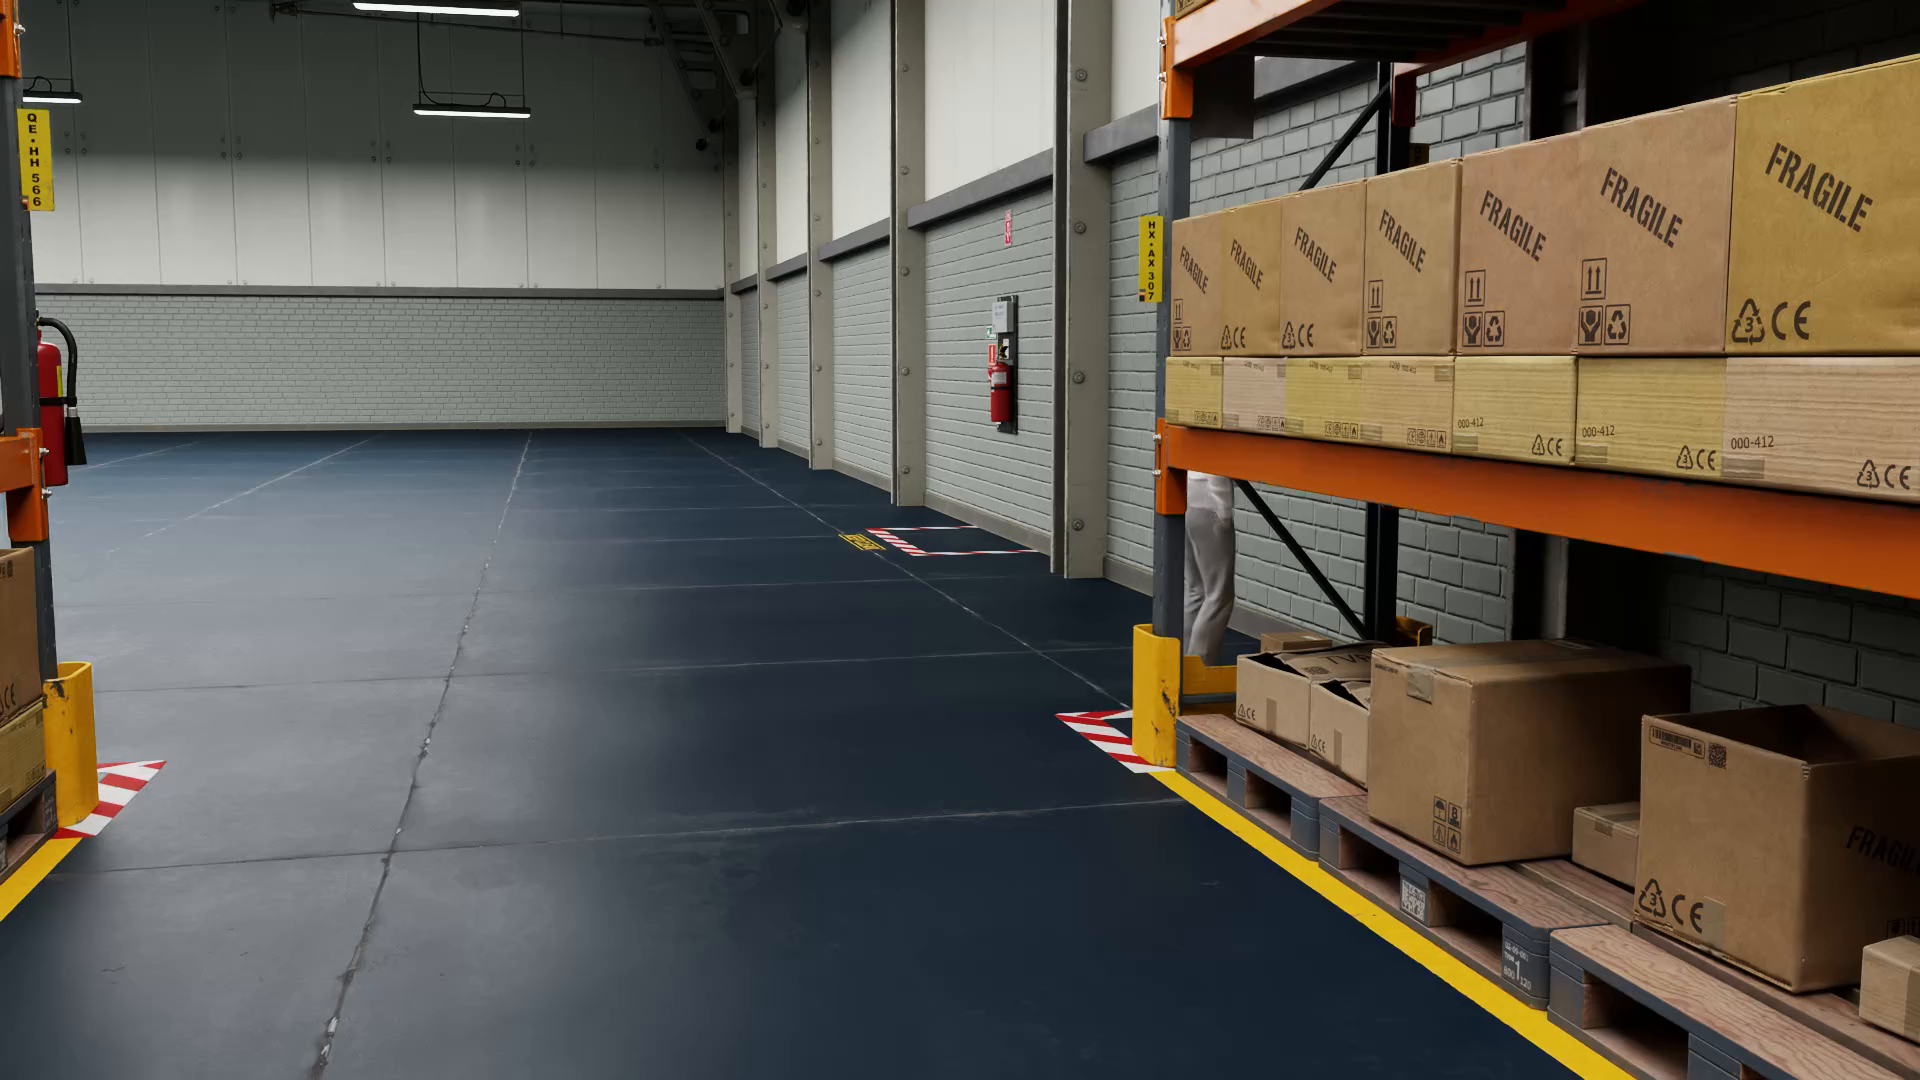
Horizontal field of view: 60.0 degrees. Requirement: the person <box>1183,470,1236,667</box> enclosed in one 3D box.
[{"bbox_3d":[1.123,-0.102,7.692,0.338,1.661,0.476,-1,6,-13],"label":"person"}]
